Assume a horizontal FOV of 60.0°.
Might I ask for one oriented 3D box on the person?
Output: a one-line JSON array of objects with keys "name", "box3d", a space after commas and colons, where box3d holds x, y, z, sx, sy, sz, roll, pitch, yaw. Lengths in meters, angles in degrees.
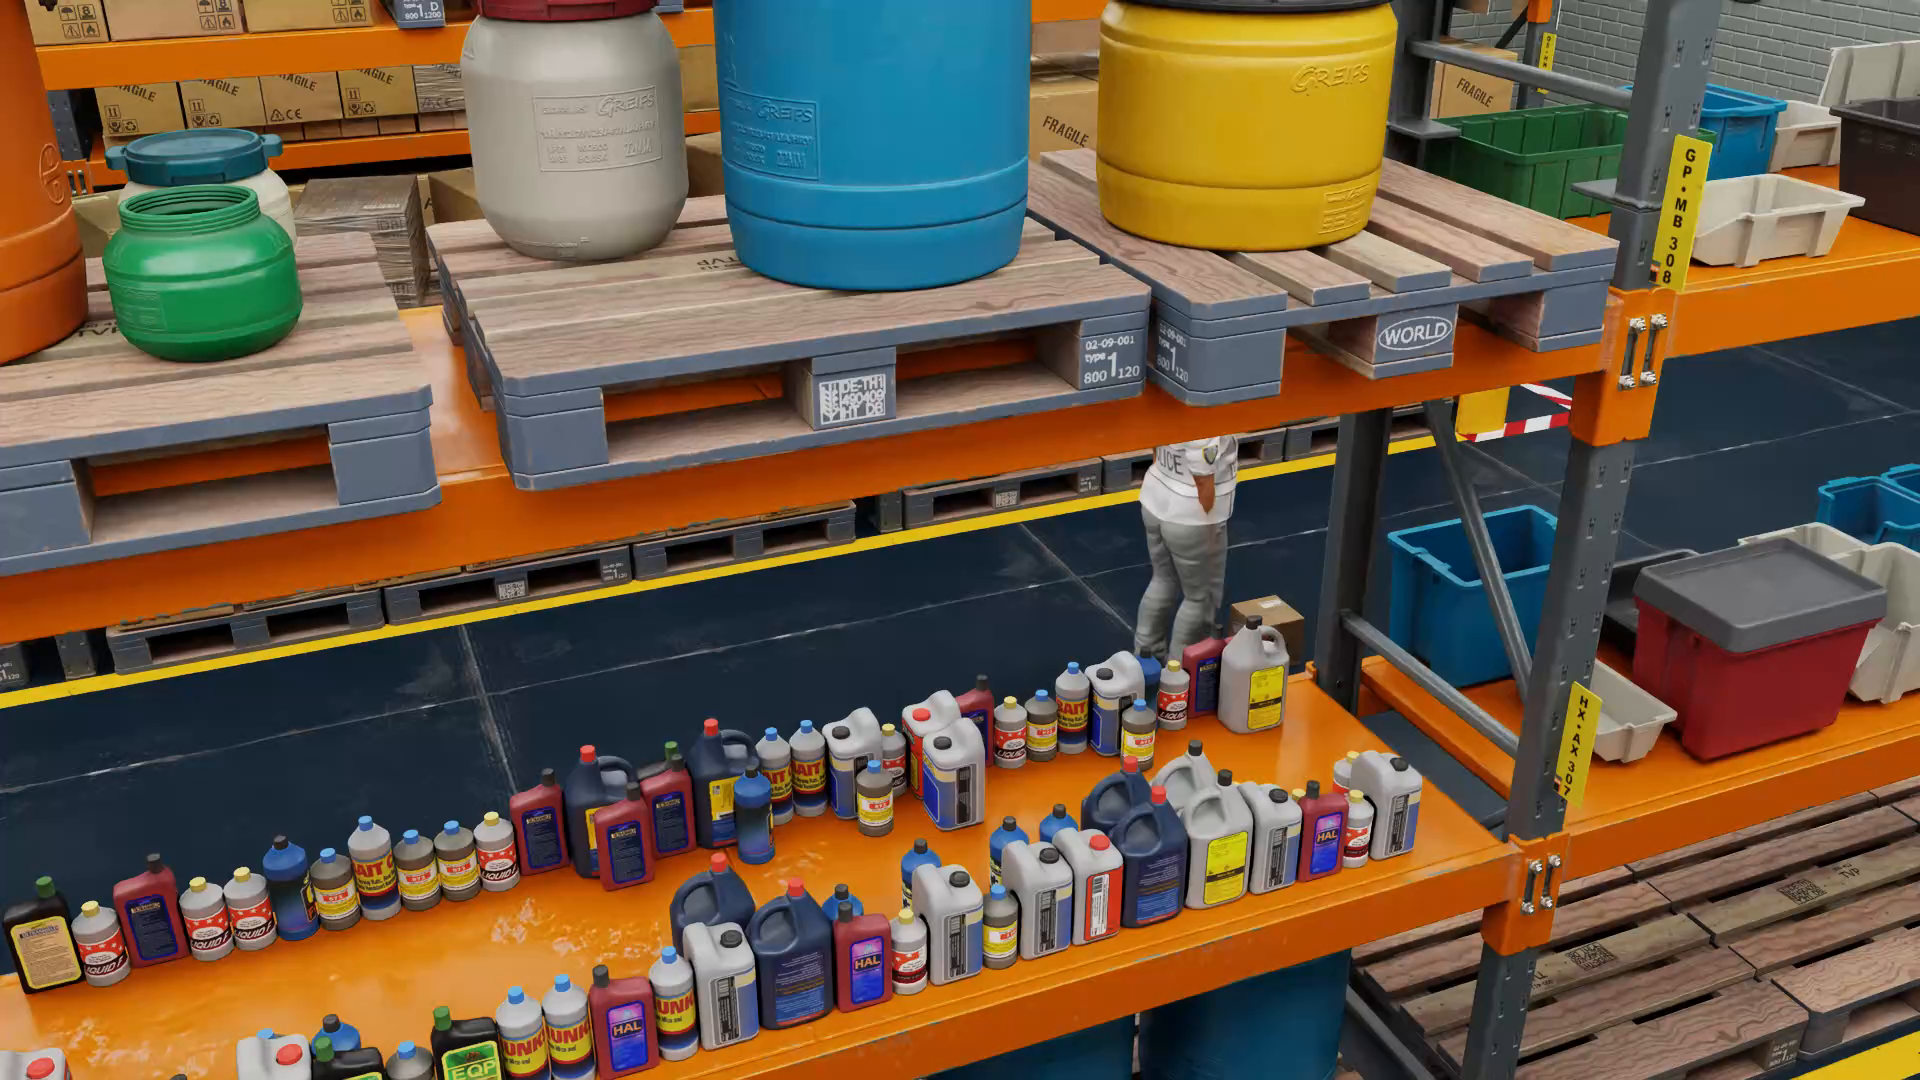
[{"name": "person", "box3d": [1.002, -0.103, 7.347, 0.390, 1.675, 0.466, -10, 28, -19]}]
